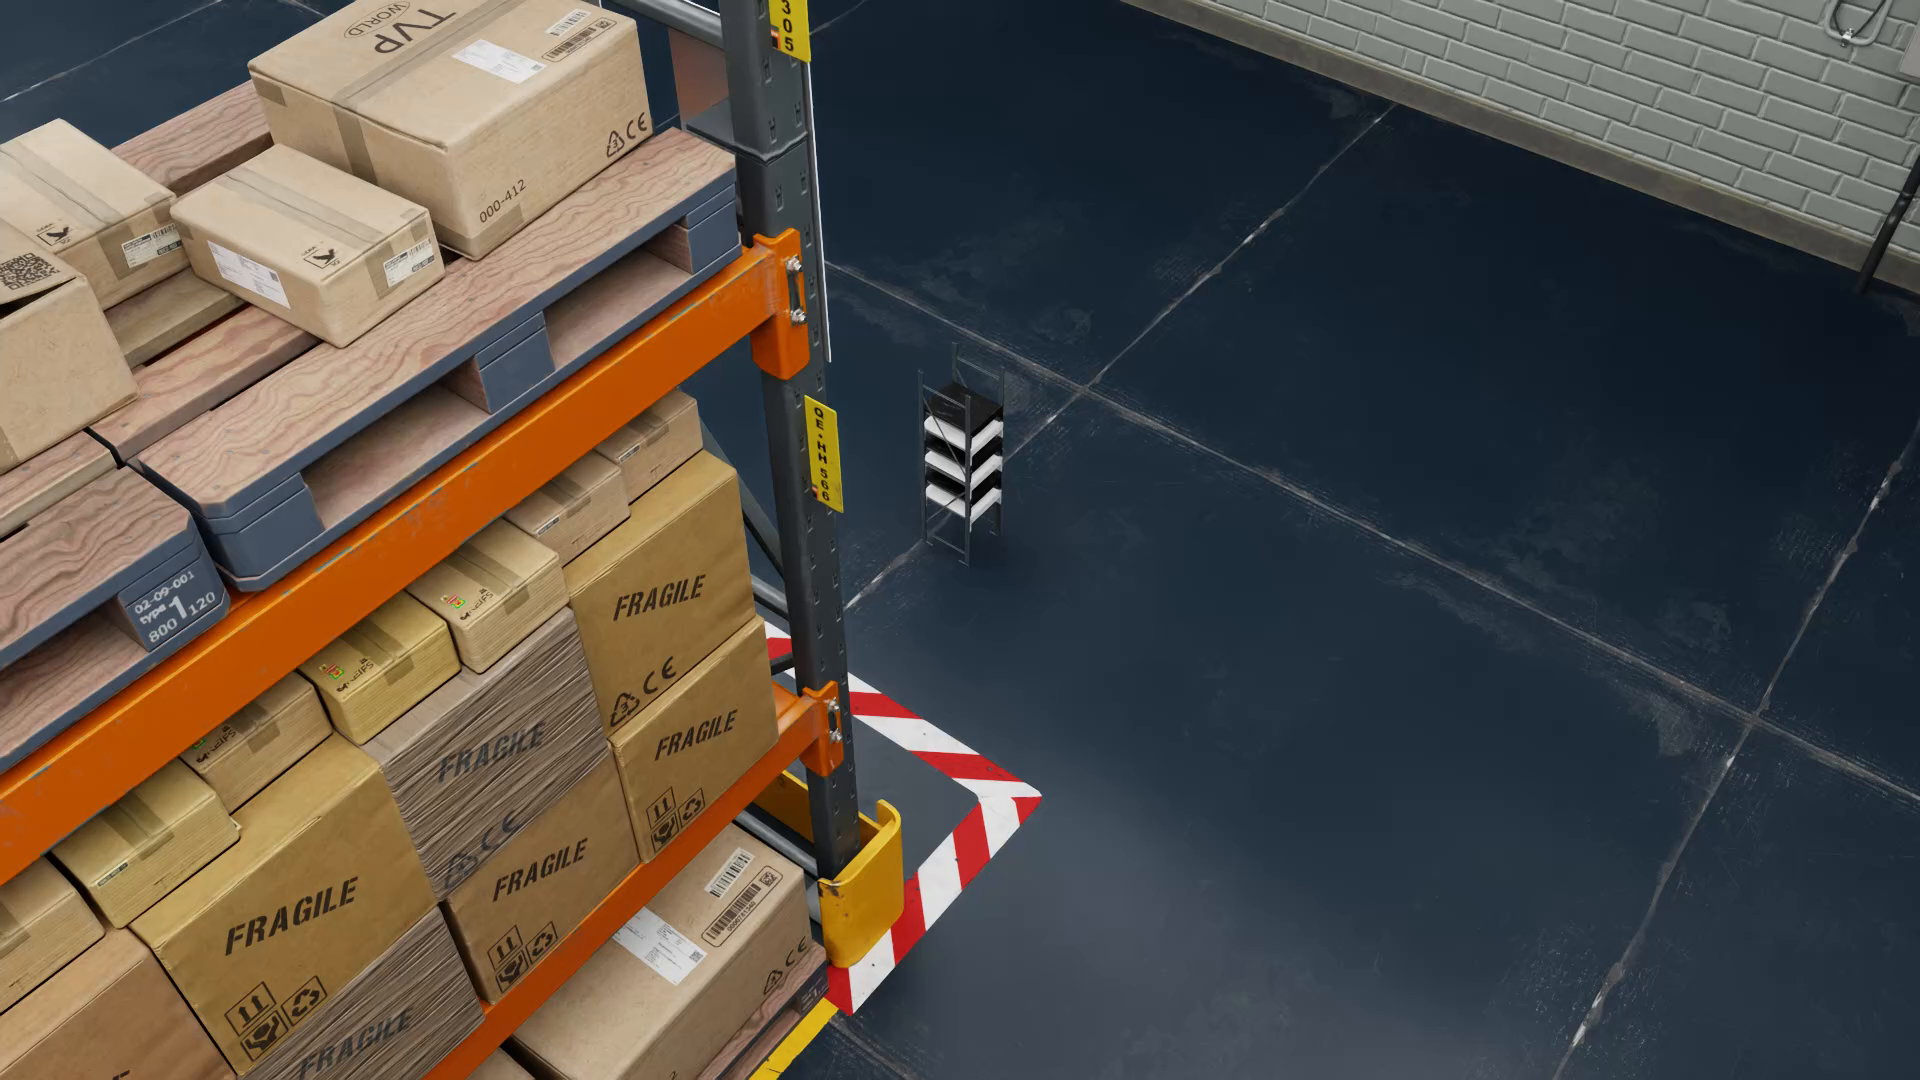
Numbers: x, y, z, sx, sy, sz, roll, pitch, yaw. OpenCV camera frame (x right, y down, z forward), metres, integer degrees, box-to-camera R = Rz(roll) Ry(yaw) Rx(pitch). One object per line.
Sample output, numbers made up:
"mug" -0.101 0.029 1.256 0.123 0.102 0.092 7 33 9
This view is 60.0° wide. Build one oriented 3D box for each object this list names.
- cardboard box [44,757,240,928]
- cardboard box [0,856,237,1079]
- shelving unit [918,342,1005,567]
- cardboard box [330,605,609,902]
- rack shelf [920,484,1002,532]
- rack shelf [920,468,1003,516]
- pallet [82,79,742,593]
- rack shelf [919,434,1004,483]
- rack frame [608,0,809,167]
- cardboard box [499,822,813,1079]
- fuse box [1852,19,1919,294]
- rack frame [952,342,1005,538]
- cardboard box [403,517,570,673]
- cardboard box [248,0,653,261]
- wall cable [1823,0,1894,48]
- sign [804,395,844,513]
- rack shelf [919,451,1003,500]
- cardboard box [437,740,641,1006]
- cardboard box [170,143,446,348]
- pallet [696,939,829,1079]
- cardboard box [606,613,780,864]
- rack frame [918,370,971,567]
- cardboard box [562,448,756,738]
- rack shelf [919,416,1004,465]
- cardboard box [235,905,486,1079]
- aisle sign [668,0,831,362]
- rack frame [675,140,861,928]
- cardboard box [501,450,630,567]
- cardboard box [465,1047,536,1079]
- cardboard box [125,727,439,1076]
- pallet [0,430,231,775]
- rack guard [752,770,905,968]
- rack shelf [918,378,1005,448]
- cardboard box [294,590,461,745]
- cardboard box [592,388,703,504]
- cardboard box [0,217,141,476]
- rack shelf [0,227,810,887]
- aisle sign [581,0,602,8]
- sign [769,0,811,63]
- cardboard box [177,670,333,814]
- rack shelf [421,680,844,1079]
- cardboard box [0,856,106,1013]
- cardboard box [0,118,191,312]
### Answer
"cardboard box" -1.539 0.480 3.008 0.380 0.149 0.250 30 53 26
"cardboard box" -1.758 0.917 3.039 0.500 0.500 0.500 29 53 25
"shelving unit" 0.005 -0.315 6.429 0.258 0.900 0.210 29 53 25
"cardboard box" -1.144 0.349 3.582 0.500 0.500 0.500 29 53 25
"rack shelf" 0.005 -0.168 6.583 0.258 0.077 0.200 29 53 25
"rack shelf" 0.005 -0.230 6.518 0.258 0.077 0.200 29 53 25
"pallet" -1.187 -0.541 3.179 1.003 0.211 1.213 29 53 25
"rack shelf" 0.005 -0.355 6.388 0.258 0.077 0.200 29 53 25
"rack frame" -0.742 -2.037 2.473 1.000 3.000 0.127 29 53 25
"cardboard box" -1.066 1.197 5.013 0.875 0.438 0.875 27 52 24
"fuse box" 4.260 -1.744 7.233 0.539 1.711 0.414 29 53 25
"rack frame" 0.067 -0.374 6.485 0.240 0.900 0.006 29 53 25
"cardboard box" -1.030 0.066 3.403 0.380 0.149 0.250 29 53 25
"cardboard box" -0.946 -0.831 3.139 0.500 0.250 0.500 25 51 22
"wall cable" 3.817 -2.932 6.774 0.588 1.984 0.122 29 53 25
"sign" -0.321 -0.199 3.901 0.100 0.325 0.005 29 53 25
"rack shelf" 0.005 -0.292 6.453 0.258 0.077 0.200 29 53 25
"cardboard box" -1.146 0.674 3.962 0.500 0.500 0.500 28 52 24
"cardboard box" -1.139 -0.521 2.913 0.380 0.149 0.250 25 51 22
"pallet" -1.169 1.491 5.180 1.003 0.211 1.213 29 53 25
"cardboard box" -0.827 0.394 4.230 0.500 0.500 0.500 29 53 25
"rack frame" -0.057 -0.257 6.373 0.240 0.900 0.006 29 53 25
"cardboard box" -0.848 0.036 3.880 0.500 0.500 0.500 31 54 26
"rack shelf" 0.005 -0.417 6.323 0.258 0.077 0.200 29 53 25
"cardboard box" -1.453 0.973 3.677 0.500 0.500 0.500 31 54 26
"aisle sign" -0.452 -0.767 3.610 0.394 0.787 0.004 29 53 25
"rack frame" -0.742 0.035 4.642 1.000 3.000 0.127 29 53 25
"cardboard box" -0.939 -0.119 3.580 0.380 0.149 0.250 30 53 26
"cardboard box" -1.619 1.725 4.510 0.875 0.438 0.875 31 54 26
"cardboard box" -1.449 0.630 3.313 0.500 0.500 0.500 29 53 25
"pallet" -1.933 0.160 2.510 1.003 0.211 1.213 29 53 25
"rack guard" -0.727 0.885 5.559 1.175 0.500 0.348 29 53 25
"rack shelf" 0.005 -0.479 6.258 0.258 0.077 0.200 29 53 25
"cardboard box" -1.217 0.192 3.283 0.380 0.149 0.250 30 53 26
"cardboard box" -0.803 -0.275 3.729 0.380 0.149 0.250 30 53 25
"cardboard box" -1.696 -0.315 2.604 0.500 0.311 0.500 30 53 26
"rack shelf" -1.965 0.392 2.724 1.077 0.370 4.000 29 53 25
"aisle sign" -0.927 -1.032 3.864 0.394 0.787 0.004 29 53 25
"sign" -0.321 -1.031 3.029 0.100 0.325 0.005 29 53 25
"cardboard box" -1.433 0.310 3.170 0.380 0.149 0.250 29 53 25
"rack shelf" -1.965 1.428 3.809 1.077 0.370 4.000 29 53 25
"cardboard box" -1.715 0.621 2.873 0.380 0.149 0.250 31 54 26
"cardboard box" -1.589 -0.573 2.962 0.380 0.149 0.250 31 54 26
